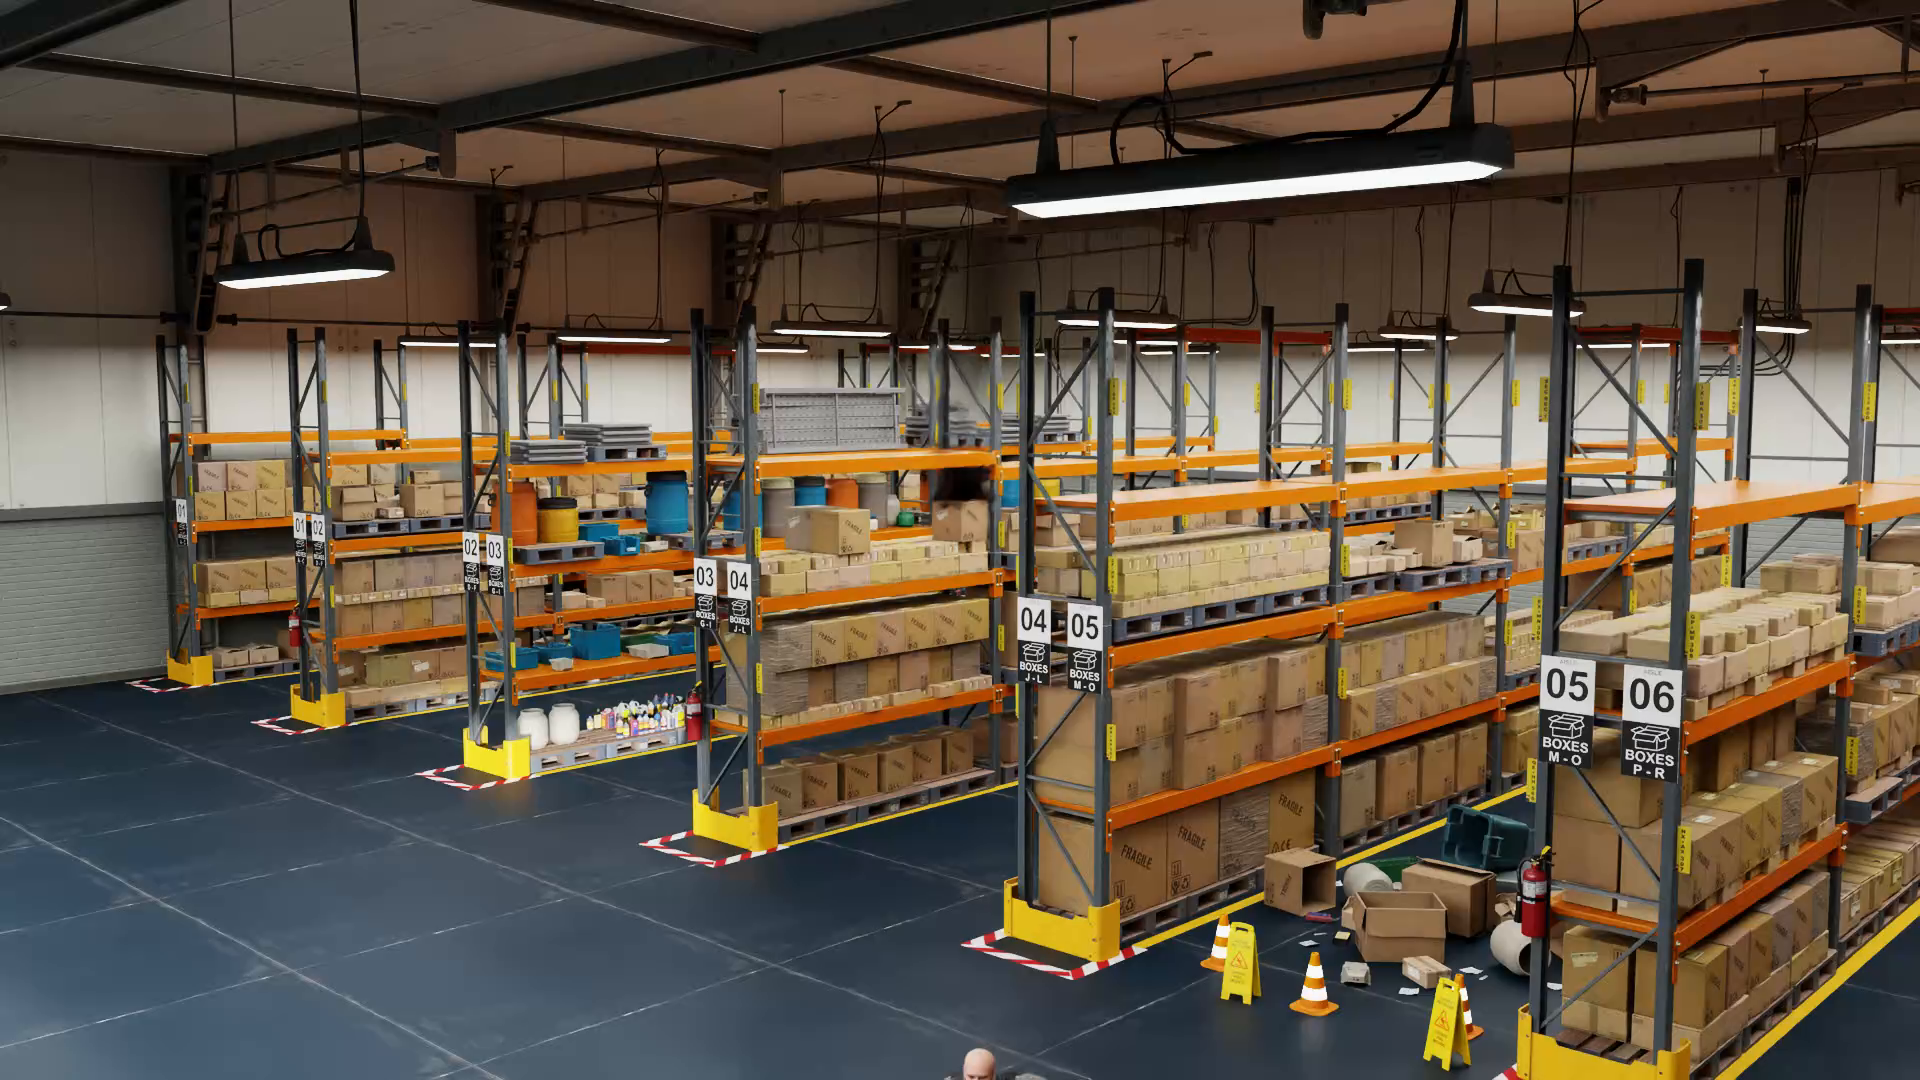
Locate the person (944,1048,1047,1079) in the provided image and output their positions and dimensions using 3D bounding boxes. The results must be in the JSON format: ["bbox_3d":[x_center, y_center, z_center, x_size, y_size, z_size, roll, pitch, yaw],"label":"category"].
[{"bbox_3d":[0.208,3.510,9.259,0.701,1.682,0.993,1,5,12],"label":"person"}]
